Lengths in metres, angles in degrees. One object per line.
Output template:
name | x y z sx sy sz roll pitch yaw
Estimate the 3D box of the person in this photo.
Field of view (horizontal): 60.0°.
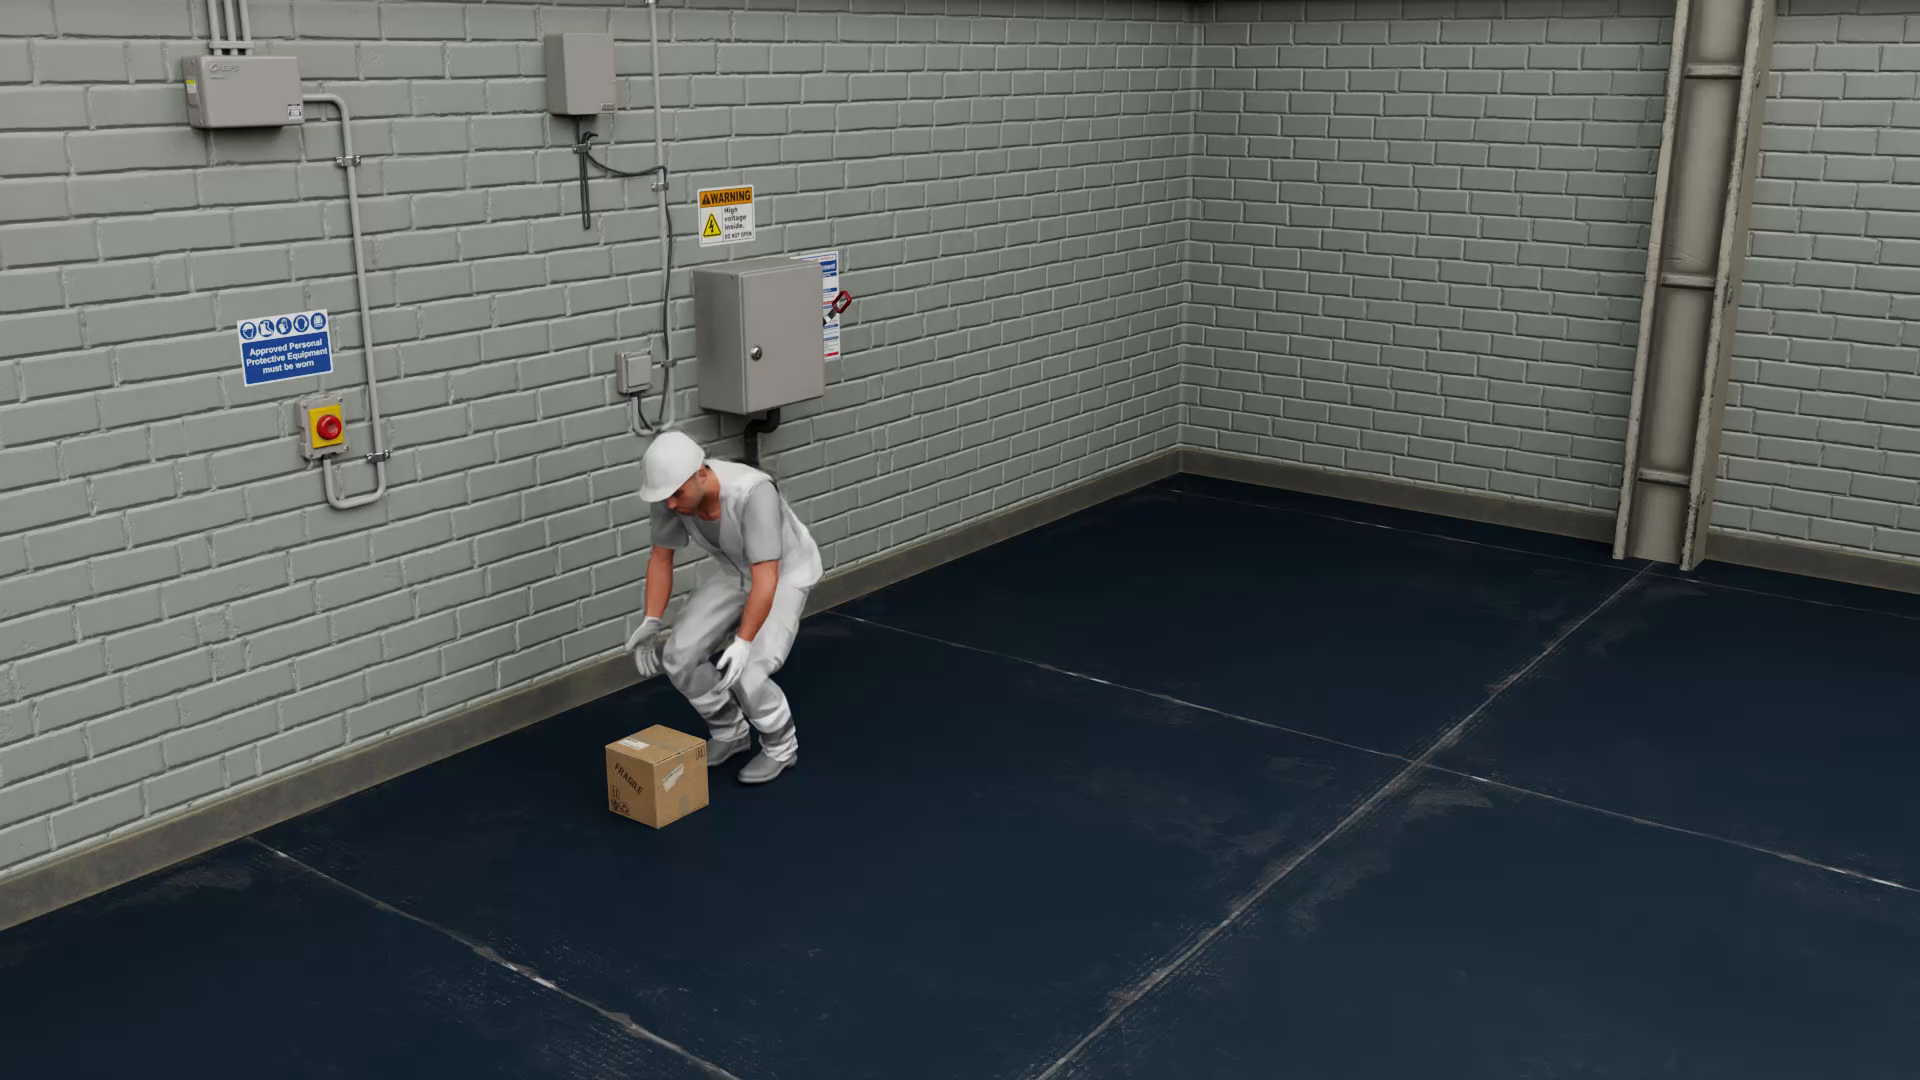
person | -0.819 0.225 6.006 0.584 1.351 0.795 12 20 35
